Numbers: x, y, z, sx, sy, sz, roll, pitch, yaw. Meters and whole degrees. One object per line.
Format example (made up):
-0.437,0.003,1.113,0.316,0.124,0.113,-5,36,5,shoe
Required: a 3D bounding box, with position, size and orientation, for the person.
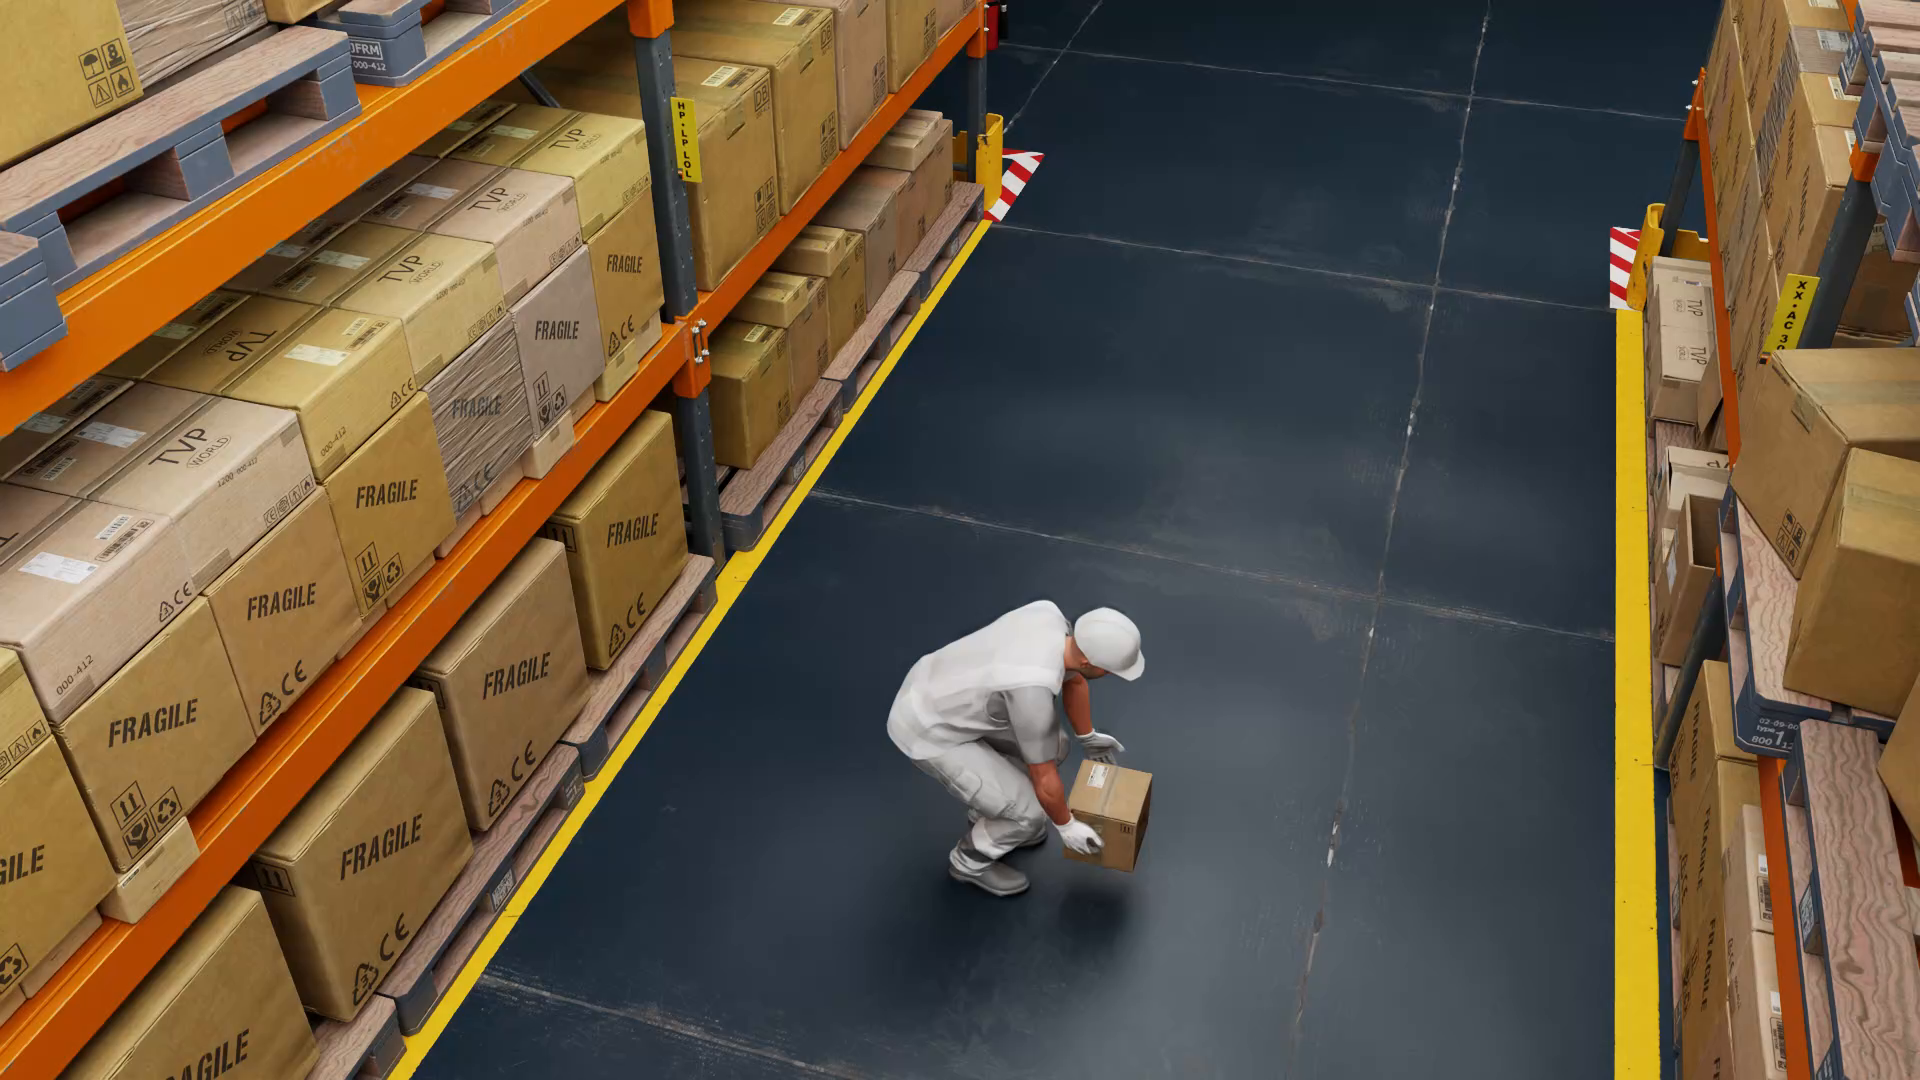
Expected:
0.189,0.666,5.743,0.844,1.186,0.581,11,38,14,person
